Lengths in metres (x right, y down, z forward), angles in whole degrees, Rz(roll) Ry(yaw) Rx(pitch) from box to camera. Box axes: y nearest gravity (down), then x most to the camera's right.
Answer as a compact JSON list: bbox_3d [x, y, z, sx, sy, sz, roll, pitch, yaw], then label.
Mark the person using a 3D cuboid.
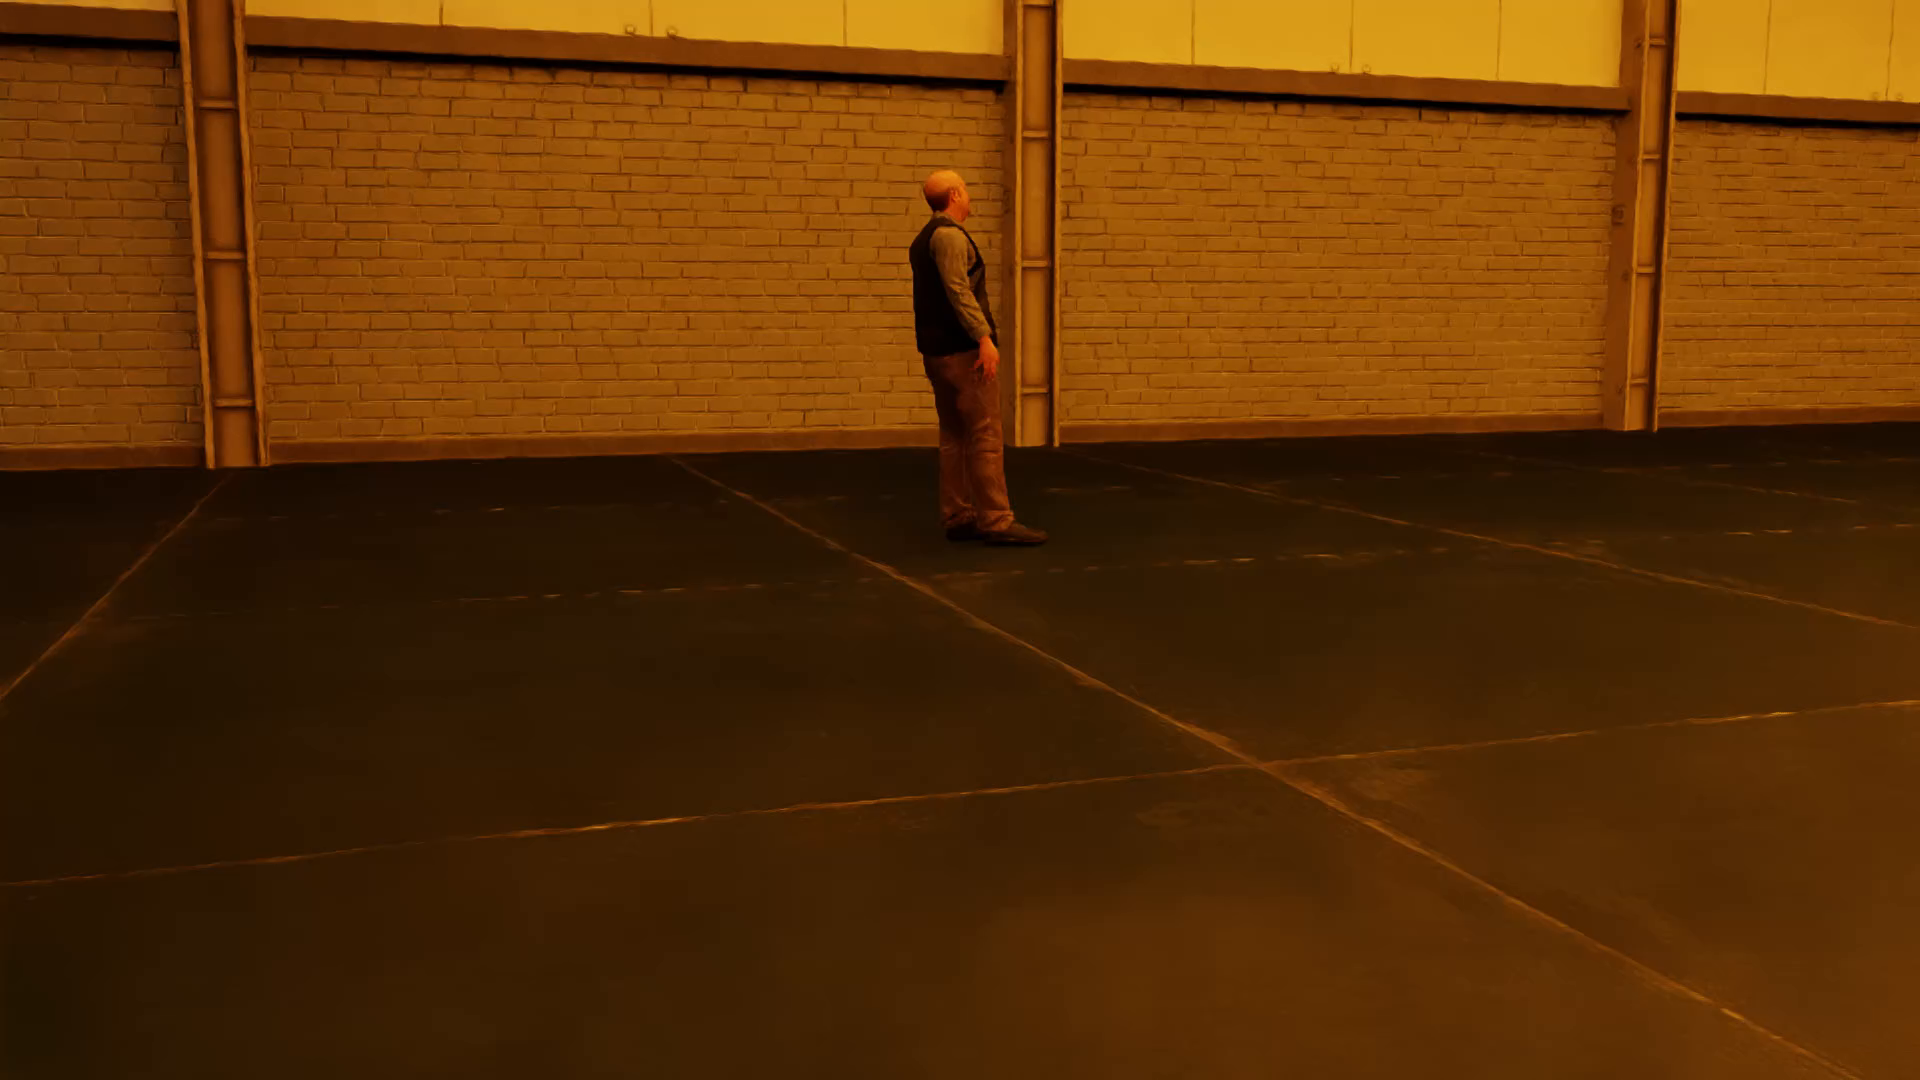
[{"bbox_3d":[0.062,-0.862,7.819,0.567,1.720,0.632,-3,8,-18],"label":"person"}]
